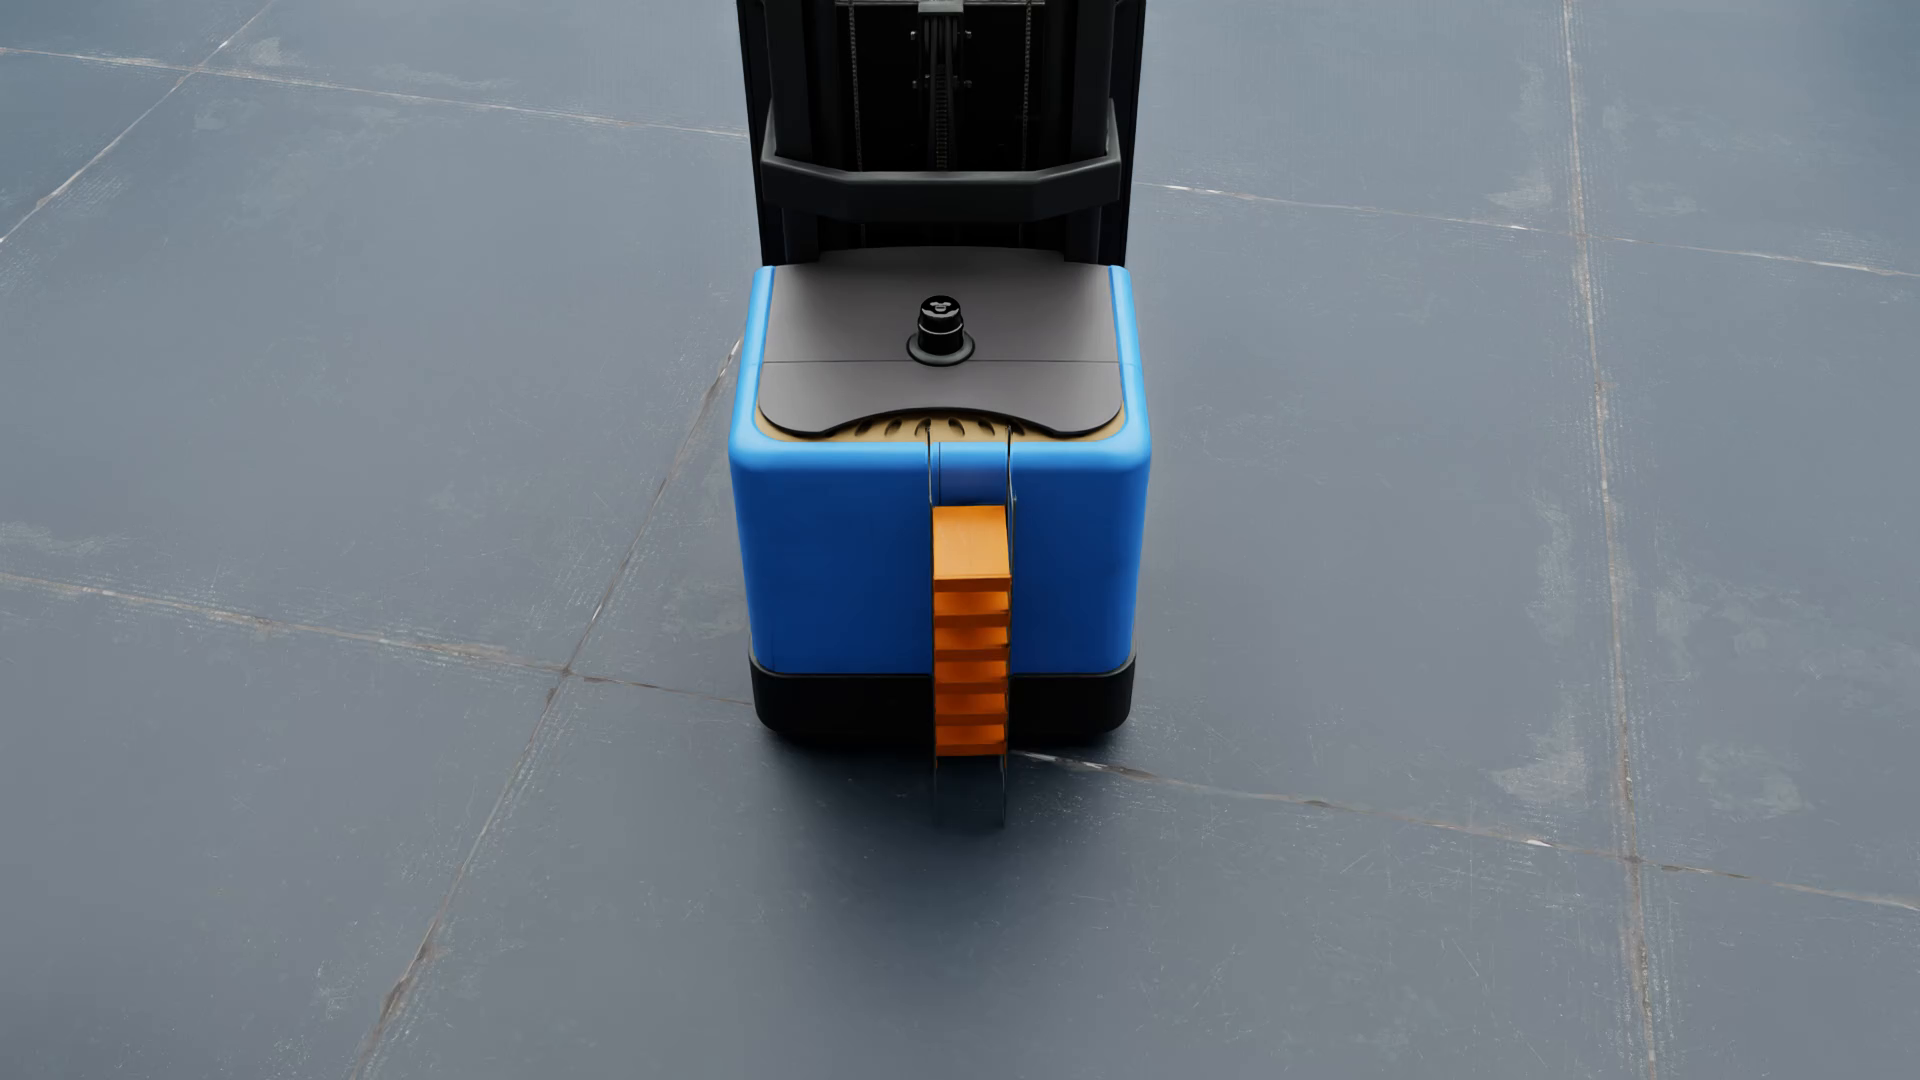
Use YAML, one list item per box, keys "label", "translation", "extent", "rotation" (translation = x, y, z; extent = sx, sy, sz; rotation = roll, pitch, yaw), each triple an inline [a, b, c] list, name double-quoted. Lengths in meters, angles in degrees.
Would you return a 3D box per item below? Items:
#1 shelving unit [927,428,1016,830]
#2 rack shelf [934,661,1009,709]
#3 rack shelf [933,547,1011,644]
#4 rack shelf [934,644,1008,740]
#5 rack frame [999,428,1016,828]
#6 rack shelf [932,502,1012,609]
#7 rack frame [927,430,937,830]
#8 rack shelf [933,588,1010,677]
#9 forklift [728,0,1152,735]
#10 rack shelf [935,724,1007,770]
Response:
- label: "shelving unit"
  translation: [0.024, 0.260, 4.112]
  extent: [0.189, 1.200, 0.258]
  rotation: [-1, 45, -1]
- label: "rack shelf"
  translation: [0.024, 0.292, 4.144]
  extent: [0.180, 0.103, 0.258]
  rotation: [-1, 45, -1]
- label: "rack shelf"
  translation: [0.024, 0.121, 3.975]
  extent: [0.180, 0.103, 0.258]
  rotation: [-1, 45, -1]
- label: "rack shelf"
  translation: [0.024, 0.377, 4.228]
  extent: [0.180, 0.103, 0.258]
  rotation: [-1, 45, -1]
- label: "rack frame"
  translation: [0.115, 0.258, 4.114]
  extent: [0.006, 1.200, 0.240]
  rotation: [-1, 45, -1]
- label: "rack shelf"
  translation: [0.024, 0.035, 3.891]
  extent: [0.180, 0.103, 0.258]
  rotation: [-1, 45, -1]
- label: "rack frame"
  translation: [-0.068, 0.262, 4.110]
  extent: [0.006, 1.200, 0.240]
  rotation: [-1, 45, -1]
- label: "rack shelf"
  translation: [0.024, 0.206, 4.059]
  extent: [0.180, 0.103, 0.258]
  rotation: [-1, 45, -1]
- label: "forklift"
  translation: [-0.049, -1.518, 4.713]
  extent: [1.130, 2.935, 3.031]
  rotation: [0, 44, 0]
- label: "rack shelf"
  translation: [0.024, 0.463, 4.312]
  extent: [0.180, 0.103, 0.258]
  rotation: [-1, 45, -1]
